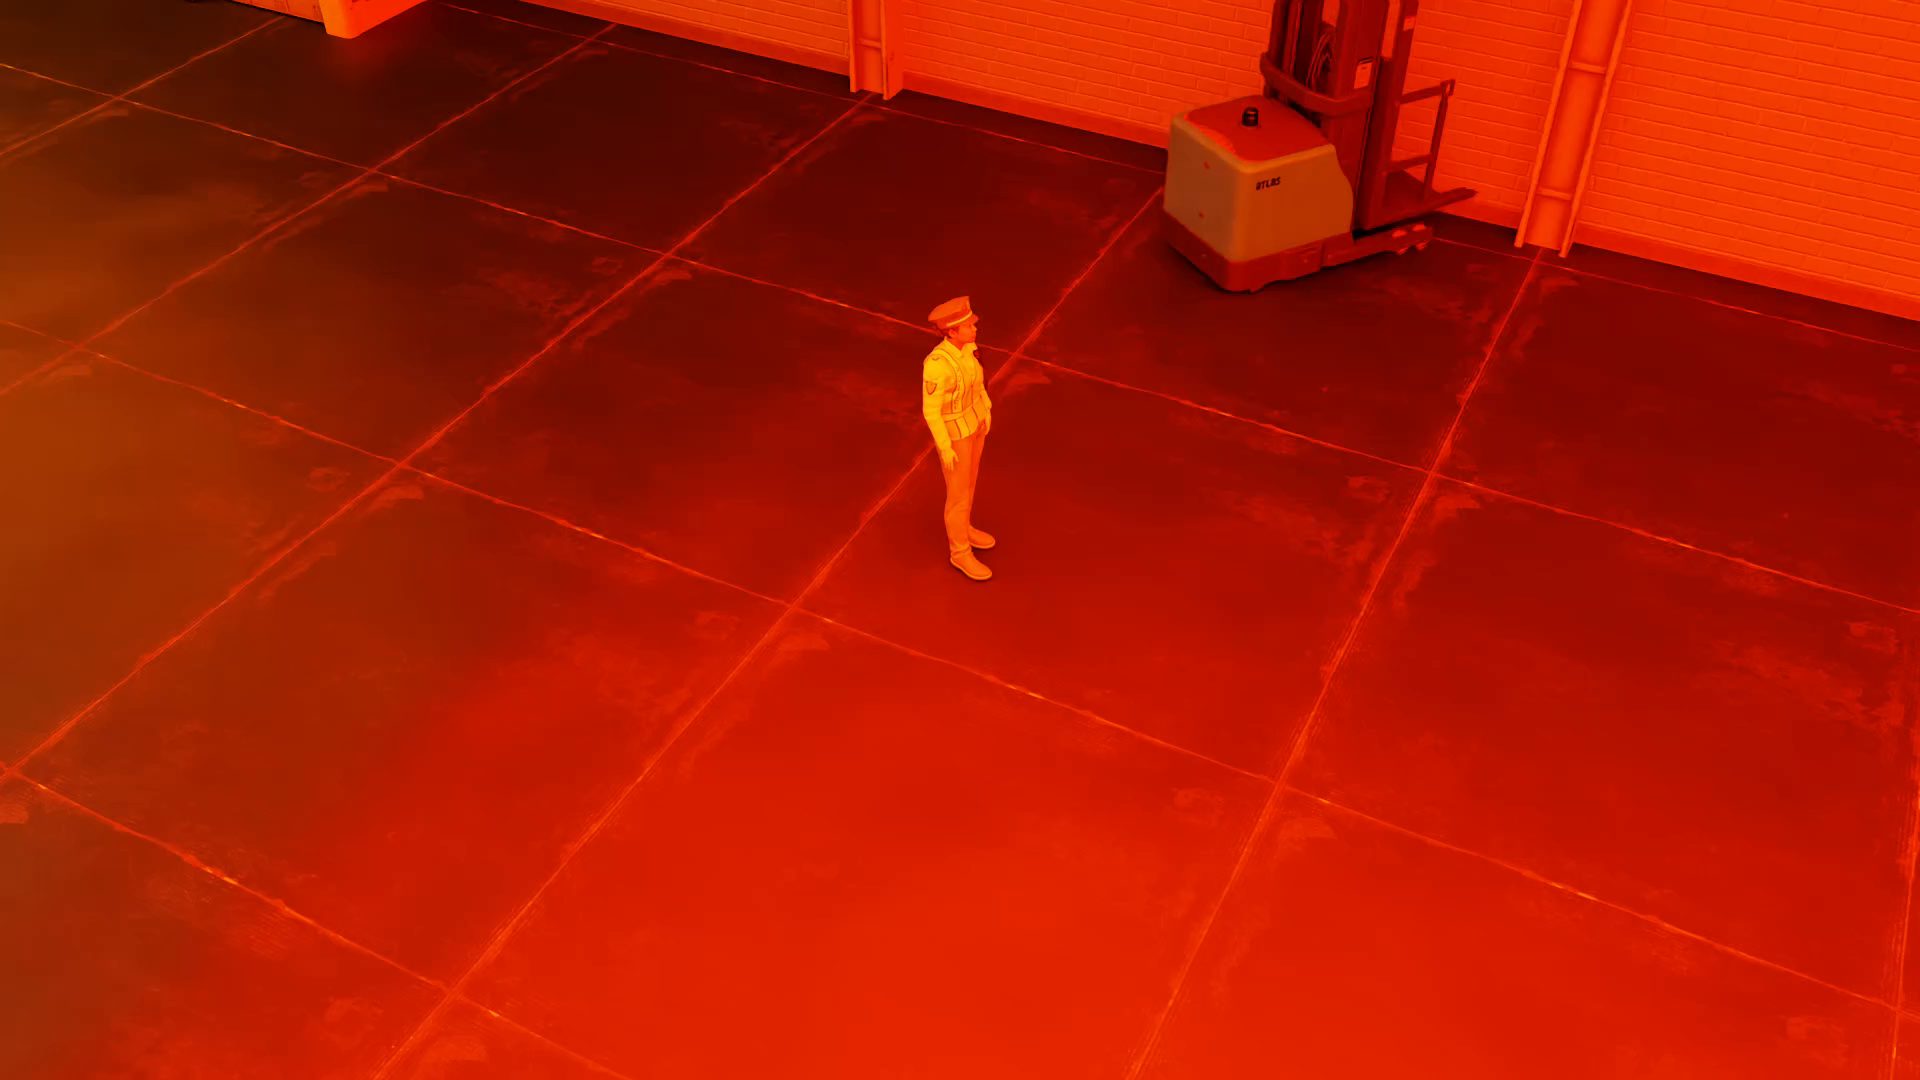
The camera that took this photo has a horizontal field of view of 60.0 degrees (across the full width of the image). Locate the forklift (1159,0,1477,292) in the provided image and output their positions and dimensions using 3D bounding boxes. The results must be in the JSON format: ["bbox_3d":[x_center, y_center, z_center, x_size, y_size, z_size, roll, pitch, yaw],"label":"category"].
[{"bbox_3d":[3.100,-3.636,12.304,3.031,2.935,1.130,-19,44,-21],"label":"forklift"}]

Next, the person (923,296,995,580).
[{"bbox_3d":[0.058,-0.629,9.682,0.530,1.694,0.587,18,43,21],"label":"person"}]
